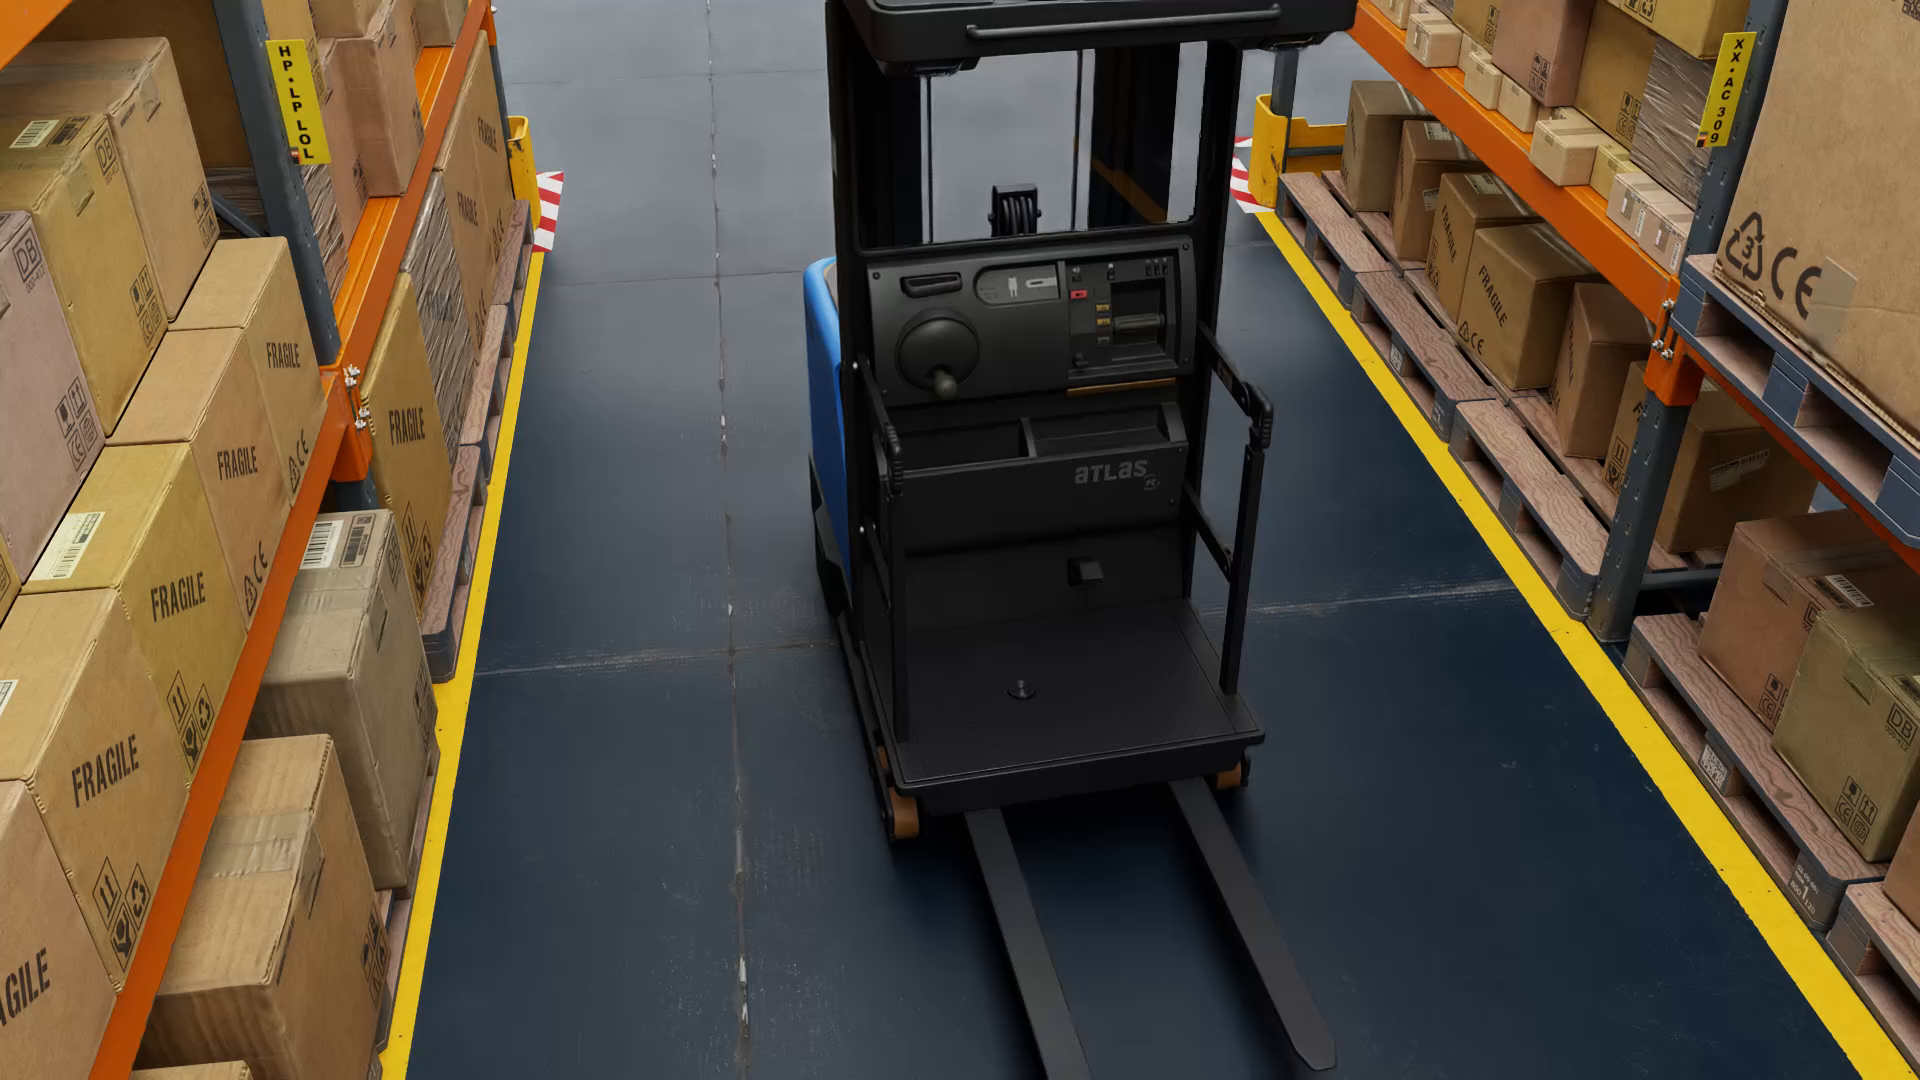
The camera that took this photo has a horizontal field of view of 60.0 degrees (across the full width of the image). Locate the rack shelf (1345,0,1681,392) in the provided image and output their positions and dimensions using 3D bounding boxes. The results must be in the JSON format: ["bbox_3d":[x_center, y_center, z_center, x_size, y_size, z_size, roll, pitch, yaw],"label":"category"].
[{"bbox_3d":[2.420,-1.768,6.820,1.077,0.370,4.000,-4,35,-6],"label":"rack shelf"}]

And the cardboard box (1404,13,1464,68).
[{"bbox_3d":[2.059,-2.056,6.827,0.380,0.149,0.250,-4,35,-6],"label":"cardboard box"}]

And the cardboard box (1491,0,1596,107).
[{"bbox_3d":[2.491,-1.922,6.054,0.875,0.500,0.500,-4,35,-6],"label":"cardboard box"}]

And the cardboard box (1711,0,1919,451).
[{"bbox_3d":[2.657,-0.917,4.026,1.000,1.000,1.000,-4,34,-6],"label":"cardboard box"}]

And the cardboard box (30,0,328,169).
[{"bbox_3d":[-2.255,-1.347,4.470,0.875,0.550,0.550,-4,35,-6],"label":"cardboard box"}]

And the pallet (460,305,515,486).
[{"bbox_3d":[-2.431,-0.590,6.929,1.003,0.211,1.213,-4,35,-6],"label":"pallet"}]

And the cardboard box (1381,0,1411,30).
[{"bbox_3d":[2.067,-2.341,7.244,0.380,0.149,0.250,-4,35,-6],"label":"cardboard box"}]

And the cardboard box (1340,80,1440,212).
[{"bbox_3d":[2.219,-1.972,8.327,0.500,0.500,0.500,2,34,2],"label":"cardboard box"}]

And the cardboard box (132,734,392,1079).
[{"bbox_3d":[-1.941,1.004,3.737,1.050,0.750,0.750,-4,35,-6],"label":"cardboard box"}]

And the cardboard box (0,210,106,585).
[{"bbox_3d":[-2.028,-0.239,2.960,0.700,0.500,0.500,-4,34,-6],"label":"cardboard box"}]

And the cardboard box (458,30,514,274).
[{"bbox_3d":[-2.621,-1.784,7.718,0.875,0.875,0.875,-4,34,-6],"label":"cardboard box"}]

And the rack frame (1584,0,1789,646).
[{"bbox_3d":[2.689,-0.949,4.979,1.000,3.000,0.127,-4,35,-6],"label":"rack frame"}]

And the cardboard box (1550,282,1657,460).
[{"bbox_3d":[2.590,-0.635,6.365,0.500,0.500,0.500,6,35,9],"label":"cardboard box"}]

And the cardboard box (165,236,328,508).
[{"bbox_3d":[-1.904,-0.400,4.085,0.500,0.500,0.500,-5,35,-7],"label":"cardboard box"}]

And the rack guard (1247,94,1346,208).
[{"bbox_3d":[2.161,-2.106,8.896,1.175,0.500,0.348,-4,35,-6],"label":"rack guard"}]

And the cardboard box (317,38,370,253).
[{"bbox_3d":[-2.397,-1.202,5.217,0.875,0.550,0.550,-4,35,-6],"label":"cardboard box"}]

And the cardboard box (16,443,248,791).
[{"bbox_3d":[-1.768,0.164,3.258,0.500,0.500,0.500,-4,34,-6],"label":"cardboard box"}]

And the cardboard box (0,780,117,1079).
[{"bbox_3d":[-1.633,0.725,2.434,0.500,0.500,0.500,-4,35,-6],"label":"cardboard box"}]

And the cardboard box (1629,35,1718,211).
[{"bbox_3d":[2.690,-1.369,5.243,0.875,0.500,0.500,-4,35,-6],"label":"cardboard box"}]

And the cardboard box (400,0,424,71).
[{"bbox_3d":[-2.636,-2.093,6.525,0.875,0.550,0.550,-4,35,-6],"label":"cardboard box"}]

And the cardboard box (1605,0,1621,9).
[{"bbox_3d":[2.287,-2.036,5.333,0.500,0.500,0.500,-4,35,-6],"label":"cardboard box"}]

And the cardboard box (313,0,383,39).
[{"bbox_3d":[-2.380,-1.957,5.365,0.875,0.550,0.550,-4,35,-6],"label":"cardboard box"}]

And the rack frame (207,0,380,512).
[{"bbox_3d":[-2.239,-0.630,4.511,1.000,3.000,0.127,-4,35,-6],"label":"rack frame"}]

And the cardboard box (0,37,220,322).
[{"bbox_3d":[-2.167,-0.808,3.795,0.700,0.500,0.500,-5,35,-7],"label":"cardboard box"}]

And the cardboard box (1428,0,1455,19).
[{"bbox_3d":[2.409,-2.484,6.879,0.875,0.500,0.500,-4,35,-6],"label":"cardboard box"}]

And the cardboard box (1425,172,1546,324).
[{"bbox_3d":[2.398,-1.290,7.327,0.500,0.500,0.500,-1,34,-2],"label":"cardboard box"}]

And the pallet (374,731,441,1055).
[{"bbox_3d":[-2.061,0.947,4.673,1.003,0.211,1.213,-4,35,-6],"label":"pallet"}]

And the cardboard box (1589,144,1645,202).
[{"bbox_3d":[2.371,-1.227,5.611,0.380,0.149,0.250,-4,35,-6],"label":"cardboard box"}]

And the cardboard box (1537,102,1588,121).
[{"bbox_3d":[2.324,-1.508,6.022,0.380,0.149,0.250,-4,35,-6],"label":"cardboard box"}]

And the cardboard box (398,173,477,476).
[{"bbox_3d":[-2.380,-0.785,6.251,0.875,0.875,0.875,-4,34,-6],"label":"cardboard box"}]

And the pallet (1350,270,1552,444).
[{"bbox_3d":[2.396,-0.851,7.312,1.003,0.211,1.213,-4,35,-6],"label":"pallet"}]

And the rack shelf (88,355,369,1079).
[{"bbox_3d":[-1.970,0.783,3.076,1.077,0.370,4.000,-4,35,-6],"label":"rack shelf"}]

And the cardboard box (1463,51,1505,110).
[{"bbox_3d":[2.182,-1.781,6.423,0.380,0.149,0.250,-4,35,-6],"label":"cardboard box"}]

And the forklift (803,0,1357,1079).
[{"bbox_3d":[0.256,-0.553,4.459,1.130,2.935,3.031,-7,35,-10],"label":"forklift"}]

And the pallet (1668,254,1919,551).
[{"bbox_3d":[2.648,-0.432,4.391,1.003,0.211,1.213,-4,35,-6],"label":"pallet"}]

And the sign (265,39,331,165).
[{"bbox_3d":[-1.703,-1.122,4.275,0.100,0.325,0.005,-4,35,-6],"label":"sign"}]

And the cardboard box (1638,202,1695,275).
[{"bbox_3d":[2.369,-0.943,5.193,0.380,0.149,0.250,-4,35,-6],"label":"cardboard box"}]

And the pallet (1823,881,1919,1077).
[{"bbox_3d":[2.963,1.320,4.126,1.003,0.211,1.213,-4,35,-6],"label":"pallet"}]

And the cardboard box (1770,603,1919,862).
[{"bbox_3d":[2.796,0.514,4.662,0.700,0.500,0.500,-5,35,-7],"label":"cardboard box"}]
